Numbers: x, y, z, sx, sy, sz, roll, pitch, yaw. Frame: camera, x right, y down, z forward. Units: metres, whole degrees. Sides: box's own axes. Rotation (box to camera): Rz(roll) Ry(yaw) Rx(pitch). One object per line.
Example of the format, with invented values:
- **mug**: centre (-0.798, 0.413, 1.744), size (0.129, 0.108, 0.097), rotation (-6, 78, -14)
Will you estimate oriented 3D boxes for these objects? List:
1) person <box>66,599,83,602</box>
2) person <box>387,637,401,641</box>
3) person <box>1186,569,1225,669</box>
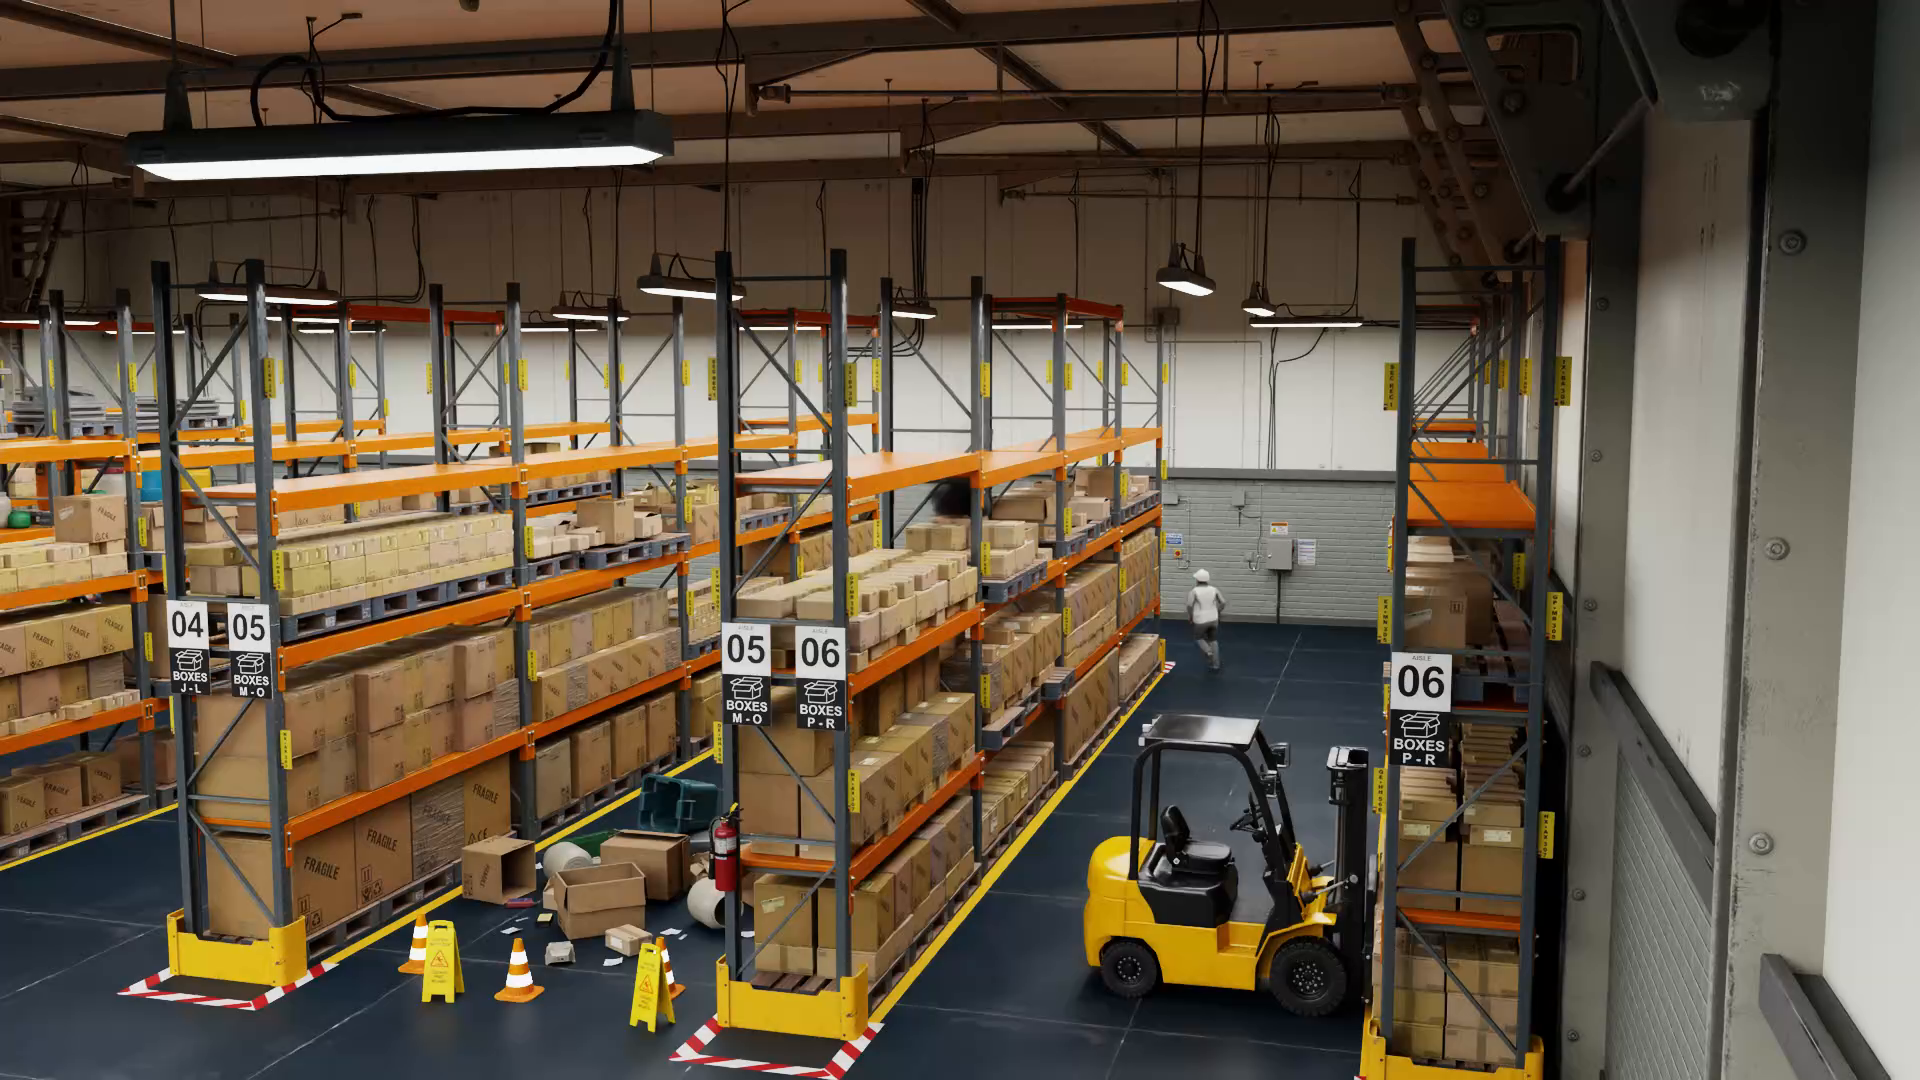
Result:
- **person**: centre (-15.281, 1.322, 28.634), size (0.573, 1.725, 0.797), rotation (1, 6, 8)
- **person**: centre (-7.209, 2.052, 21.326), size (0.727, 1.756, 0.735), rotation (1, 6, 10)
- **person**: centre (4.127, 1.348, 28.176), size (0.713, 1.724, 0.525), rotation (-1, 6, -11)
